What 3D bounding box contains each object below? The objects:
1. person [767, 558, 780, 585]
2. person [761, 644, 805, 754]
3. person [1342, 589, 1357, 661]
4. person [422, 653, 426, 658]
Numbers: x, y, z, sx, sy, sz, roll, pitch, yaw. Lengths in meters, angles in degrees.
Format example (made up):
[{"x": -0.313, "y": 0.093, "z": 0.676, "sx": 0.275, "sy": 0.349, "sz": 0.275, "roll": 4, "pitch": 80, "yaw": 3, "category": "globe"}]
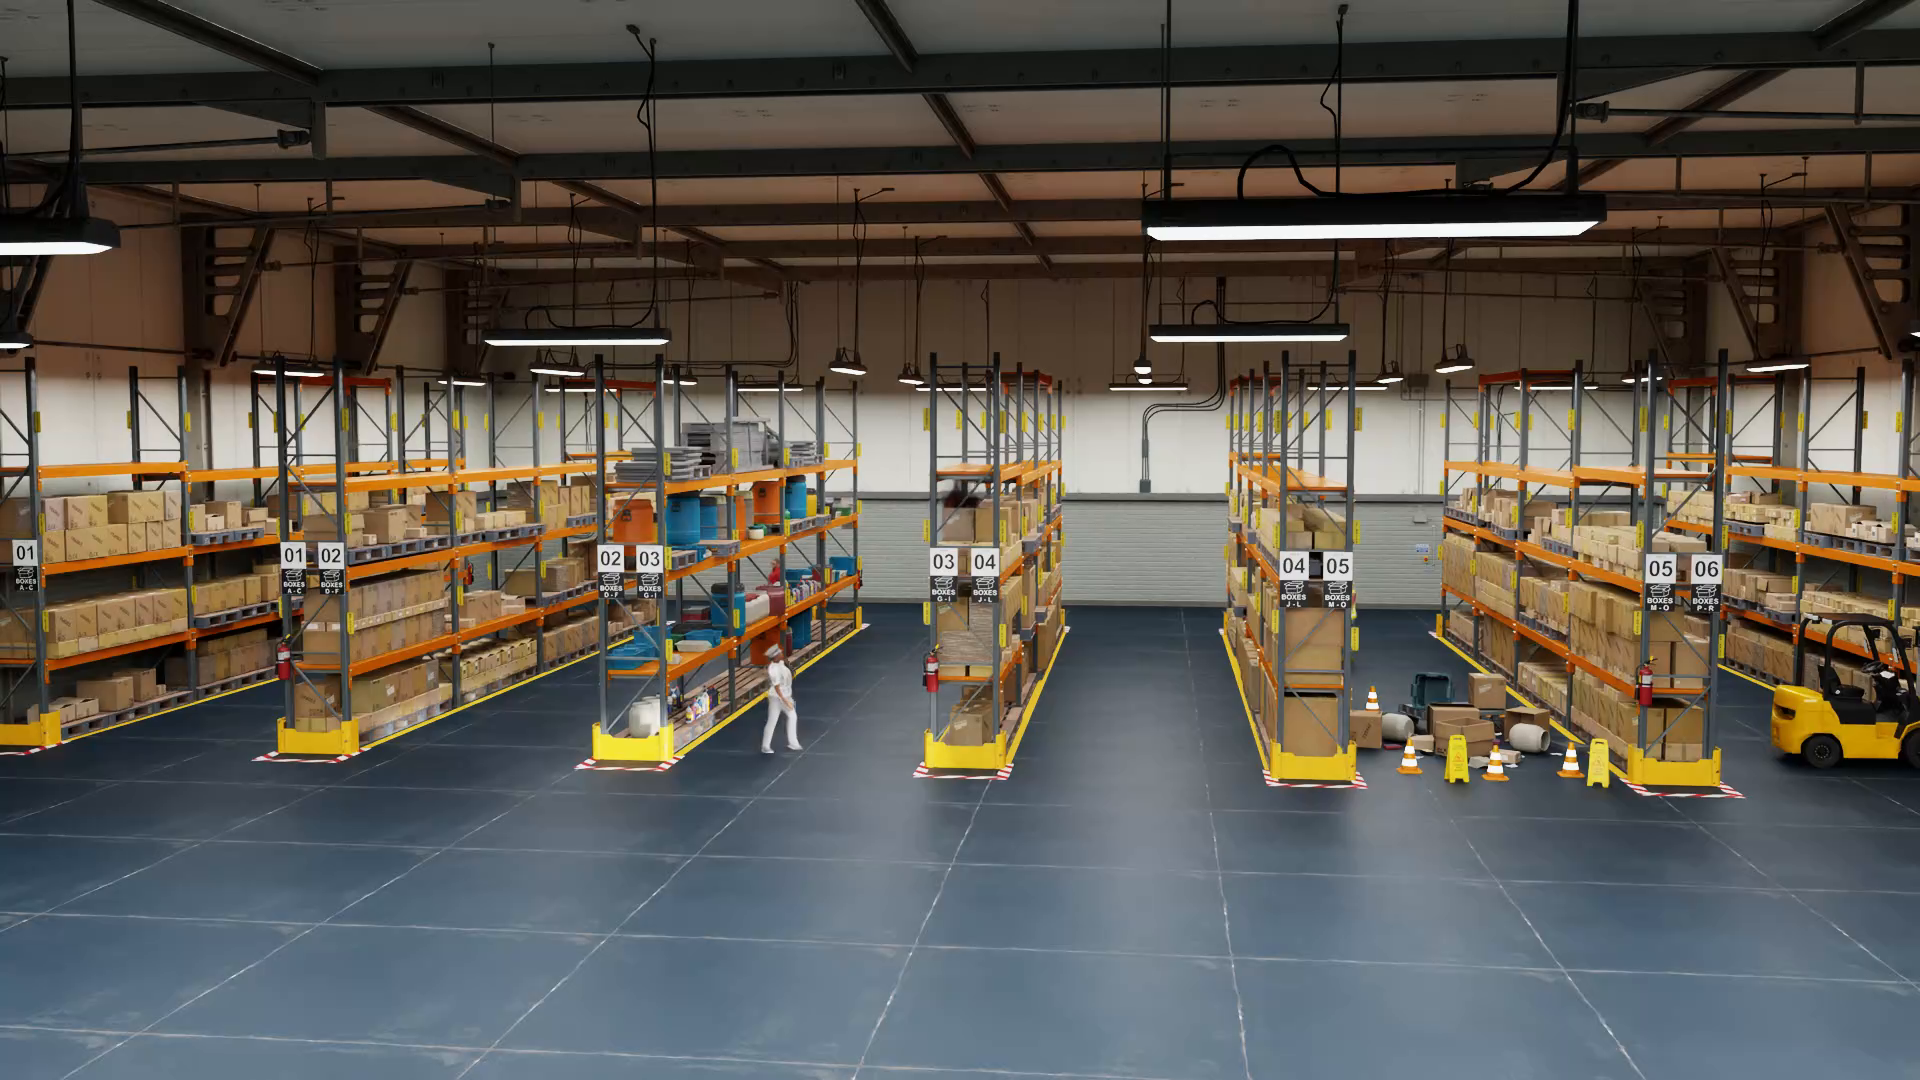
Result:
[{"x": -4.522, "y": 1.321, "z": 40.110, "sx": 0.427, "sy": 1.765, "sz": 0.633, "roll": -3, "pitch": 5, "yaw": -36, "category": "person"}, {"x": -2.687, "y": 2.417, "z": 25.250, "sx": 0.595, "sy": 1.724, "sz": 0.643, "roll": 2, "pitch": 4, "yaw": 22, "category": "person"}, {"x": 8.114, "y": 1.643, "z": 34.876, "sx": 0.387, "sy": 1.766, "sz": 0.594, "roll": 1, "pitch": 4, "yaw": 10, "category": "person"}, {"x": -10.827, "y": 1.823, "z": 32.901, "sx": 0.786, "sy": 1.744, "sz": 1.003, "roll": 0, "pitch": 4, "yaw": 7, "category": "person"}]
